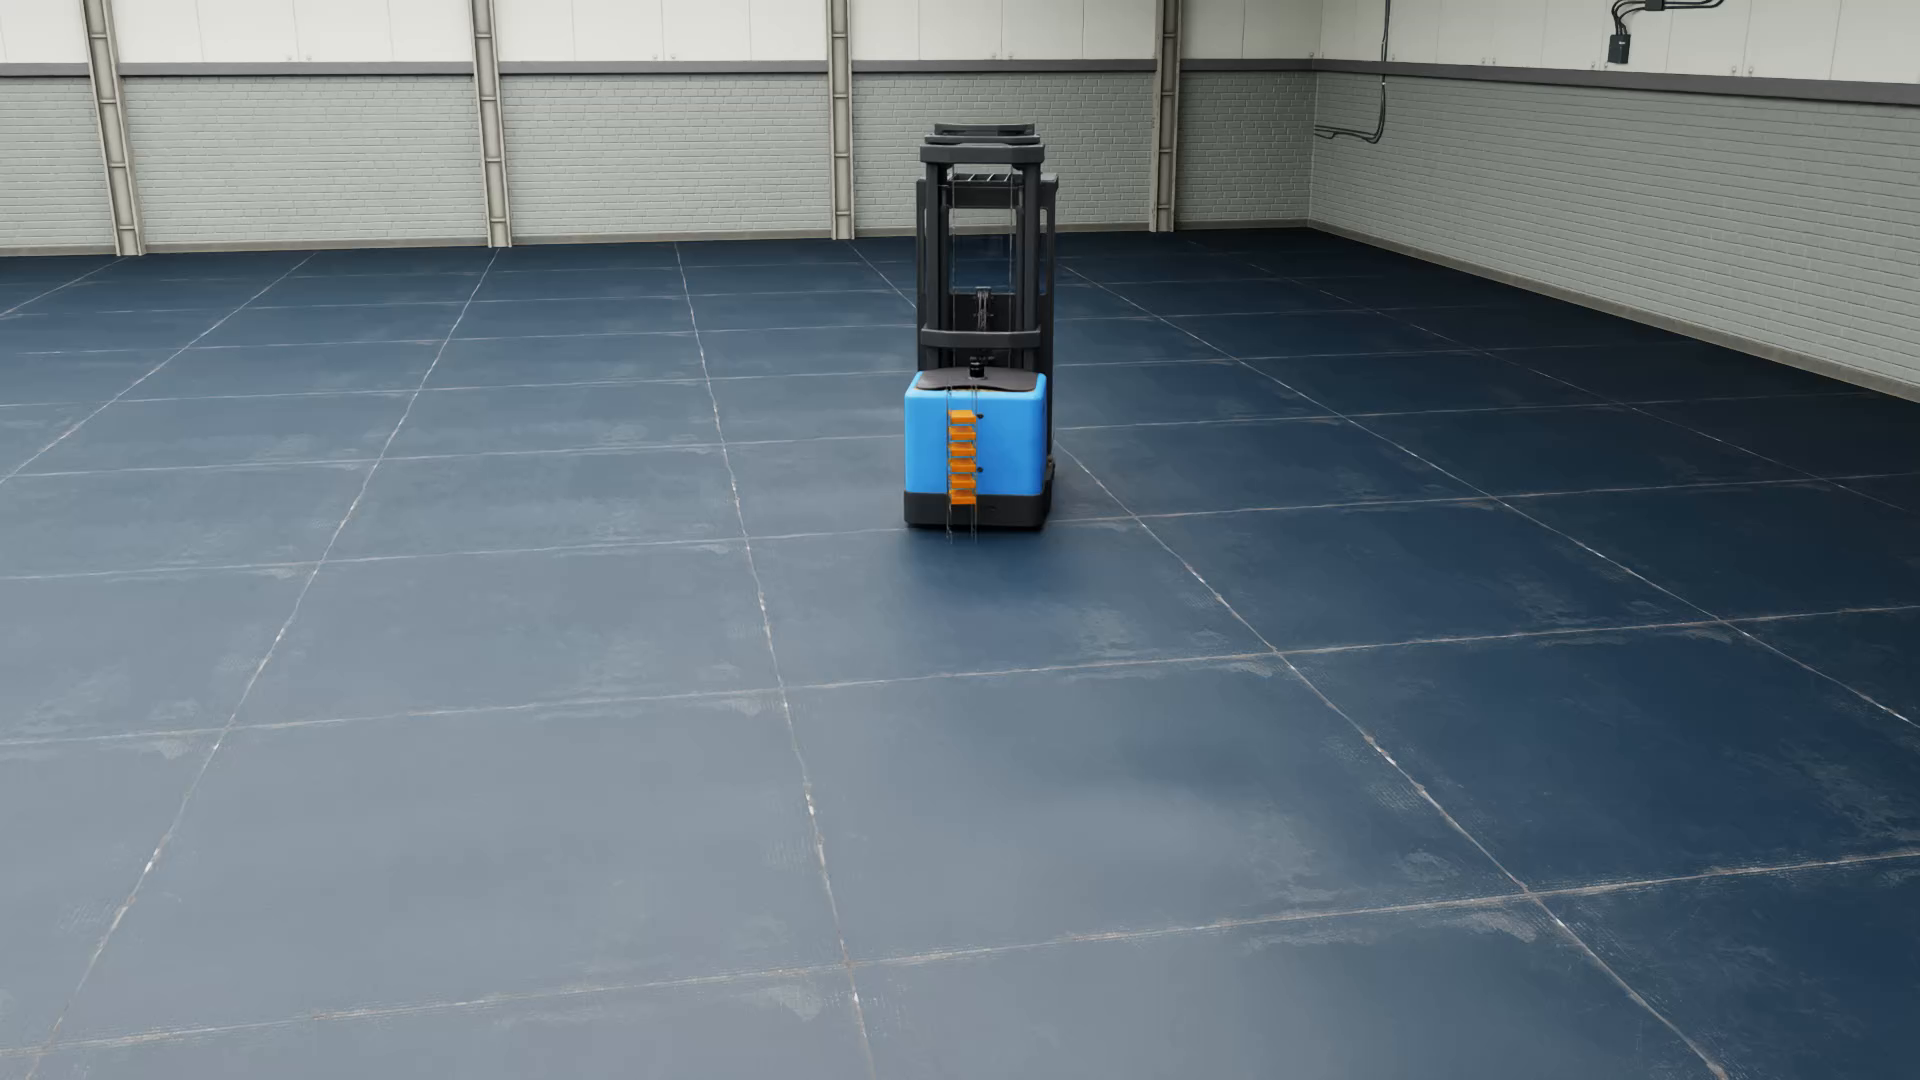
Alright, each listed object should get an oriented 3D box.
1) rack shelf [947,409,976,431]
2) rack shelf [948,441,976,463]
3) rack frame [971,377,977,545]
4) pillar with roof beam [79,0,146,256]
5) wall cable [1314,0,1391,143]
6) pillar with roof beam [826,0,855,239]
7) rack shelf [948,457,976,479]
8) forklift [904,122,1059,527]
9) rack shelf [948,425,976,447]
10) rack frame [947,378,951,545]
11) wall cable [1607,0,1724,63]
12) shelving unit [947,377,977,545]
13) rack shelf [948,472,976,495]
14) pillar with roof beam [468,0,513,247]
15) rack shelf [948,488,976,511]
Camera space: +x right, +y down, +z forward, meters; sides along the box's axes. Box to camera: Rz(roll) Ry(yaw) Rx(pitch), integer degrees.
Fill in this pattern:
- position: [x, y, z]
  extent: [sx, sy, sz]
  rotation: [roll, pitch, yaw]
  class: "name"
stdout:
- position: [0.011, -0.870, 12.027]
  extent: [0.180, 0.103, 0.258]
  rotation: [-2, 17, -7]
  class: "rack shelf"
- position: [0.011, -0.641, 12.097]
  extent: [0.180, 0.103, 0.258]
  rotation: [-2, 17, -7]
  class: "rack shelf"
- position: [0.102, -0.572, 12.130]
  extent: [0.006, 1.200, 0.240]
  rotation: [-2, 17, -7]
  class: "rack frame"
- position: [-13.086, -7.854, 22.555]
  extent: [0.400, 9.000, 9.100]
  rotation: [-3, 17, -10]
  class: "pillar with roof beam"
- position: [6.913, -8.396, 29.609]
  extent: [0.112, 2.526, 3.097]
  rotation: [-3, 17, -10]
  class: "wall cable"
- position: [-1.304, -8.522, 24.732]
  extent: [0.400, 9.000, 9.100]
  rotation: [-3, 17, -10]
  class: "pillar with roof beam"
- position: [0.011, -0.526, 12.132]
  extent: [0.180, 0.103, 0.258]
  rotation: [-2, 17, -7]
  class: "rack shelf"
- position: [0.223, -1.885, 13.458]
  extent: [1.130, 2.935, 3.031]
  rotation: [1, 17, 5]
  class: "forklift"
- position: [0.011, -0.756, 12.062]
  extent: [0.180, 0.103, 0.258]
  rotation: [-2, 17, -7]
  class: "rack shelf"
- position: [-0.079, -0.565, 12.109]
  extent: [0.006, 1.200, 0.240]
  rotation: [-2, 17, -7]
  class: "rack frame"
- position: [8.699, -8.768, 19.741]
  extent: [0.169, 6.003, 2.305]
  rotation: [-3, 17, -10]
  class: "wall cable"
- position: [0.011, -0.569, 12.119]
  extent: [0.189, 1.200, 0.258]
  rotation: [-2, 17, -7]
  class: "shelving unit"
- position: [0.011, -0.411, 12.168]
  extent: [0.180, 0.103, 0.258]
  rotation: [-2, 17, -7]
  class: "rack shelf"
- position: [-7.195, -8.188, 23.644]
  extent: [0.400, 9.000, 9.100]
  rotation: [-3, 17, -10]
  class: "pillar with roof beam"
- position: [0.011, -0.297, 12.203]
  extent: [0.180, 0.103, 0.258]
  rotation: [-2, 17, -7]
  class: "rack shelf"
